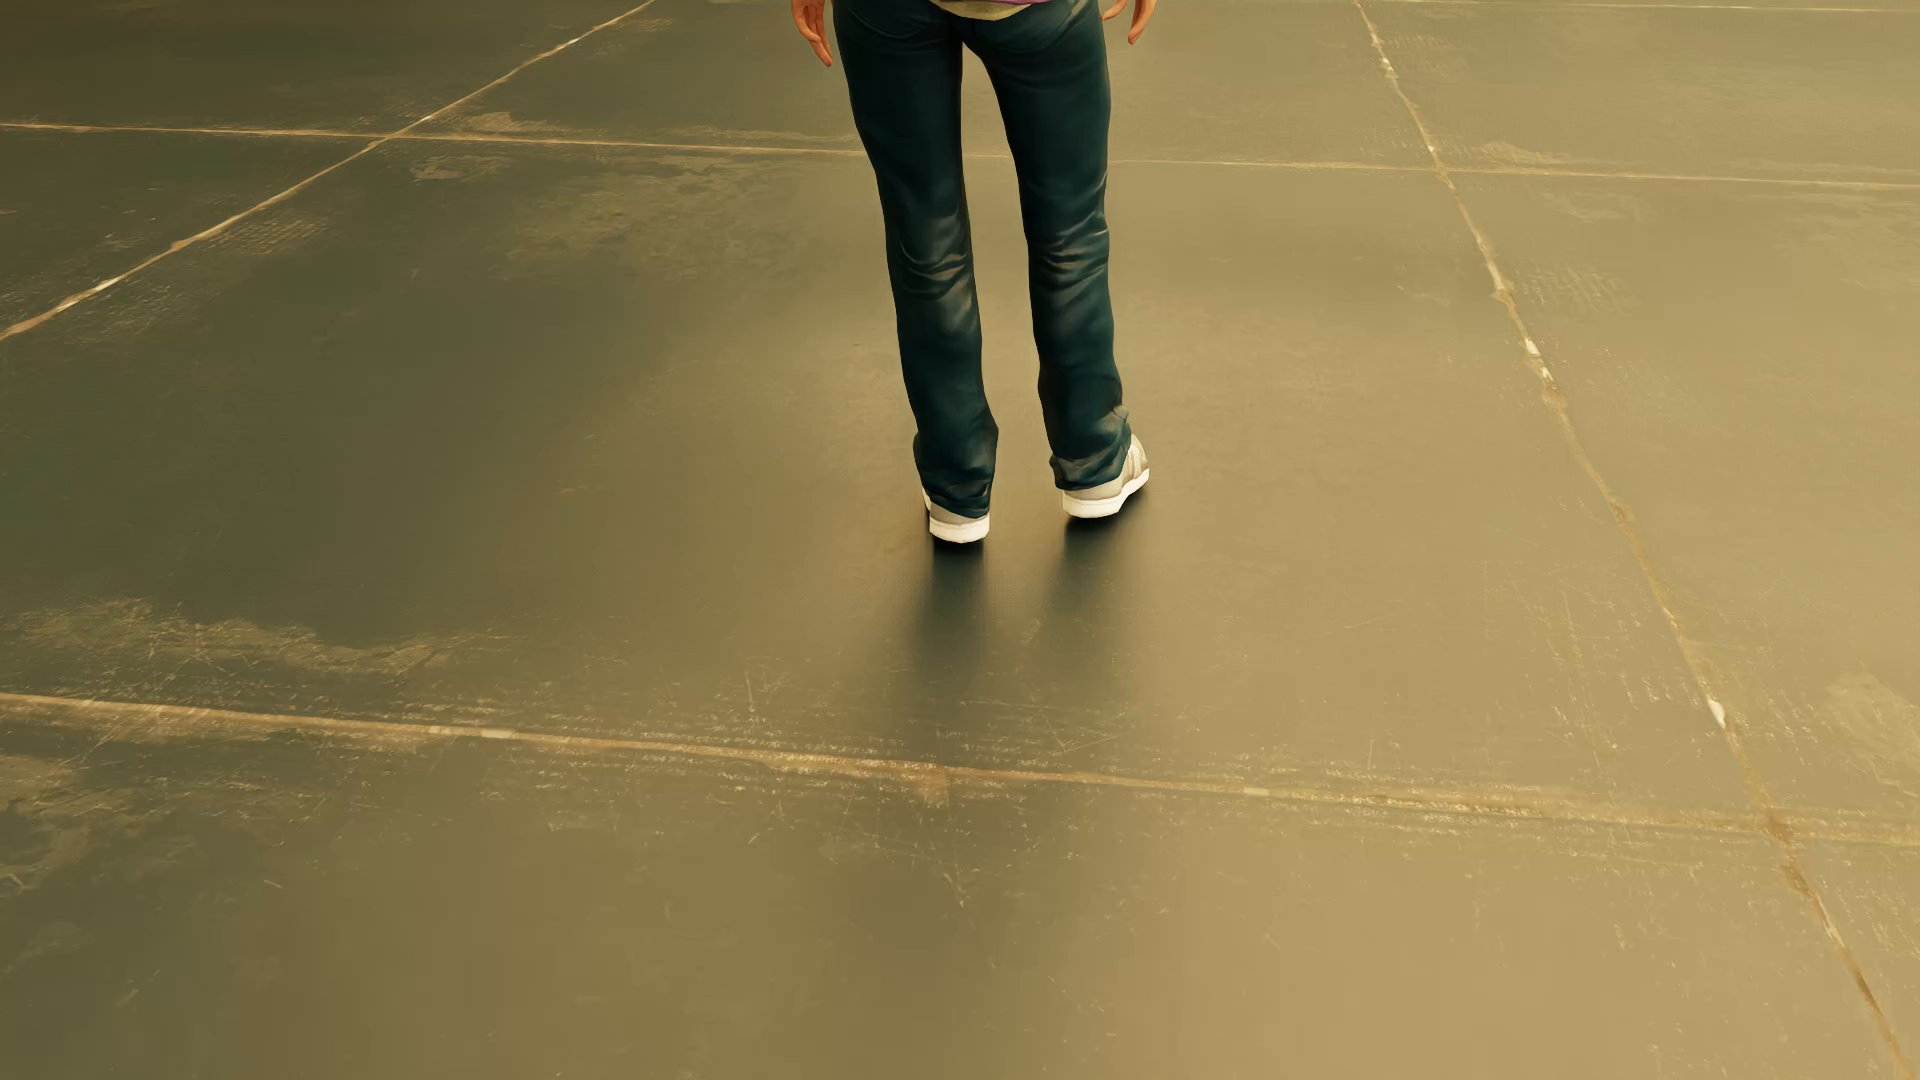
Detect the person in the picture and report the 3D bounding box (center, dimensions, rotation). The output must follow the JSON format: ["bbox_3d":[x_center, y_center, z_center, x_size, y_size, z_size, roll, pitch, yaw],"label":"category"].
[{"bbox_3d":[0.024,-0.753,2.204,0.520,1.597,0.476,3,27,7],"label":"person"}]
